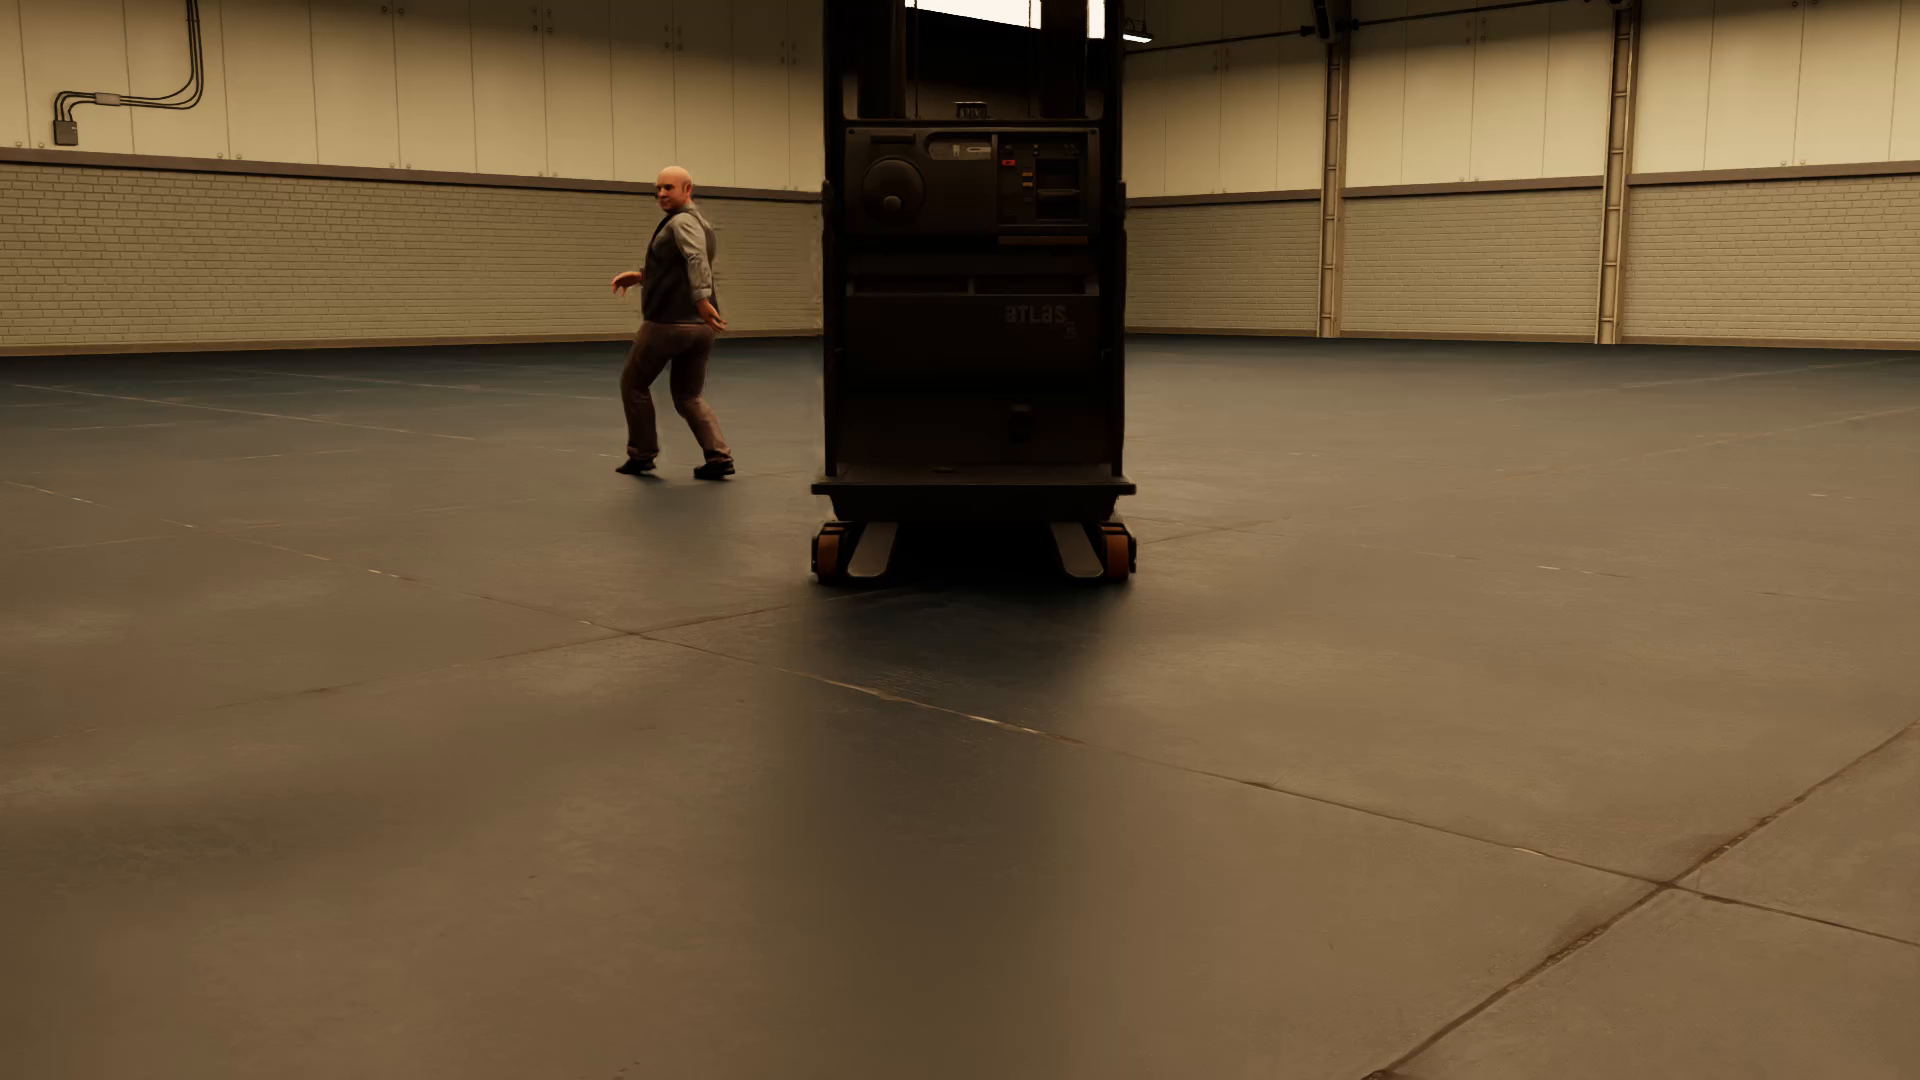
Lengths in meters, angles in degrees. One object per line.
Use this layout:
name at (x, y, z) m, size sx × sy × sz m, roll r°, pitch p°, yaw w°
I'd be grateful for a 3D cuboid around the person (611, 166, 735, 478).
person at (-1.521, -1.142, 8.866) m, size 0.938 × 1.668 × 0.556 m, roll 5°, pitch 10°, yaw 29°

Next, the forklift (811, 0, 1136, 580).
forklift at (0.047, -1.353, 5.856) m, size 1.130 × 2.935 × 3.031 m, roll 0°, pitch 9°, yaw 0°
